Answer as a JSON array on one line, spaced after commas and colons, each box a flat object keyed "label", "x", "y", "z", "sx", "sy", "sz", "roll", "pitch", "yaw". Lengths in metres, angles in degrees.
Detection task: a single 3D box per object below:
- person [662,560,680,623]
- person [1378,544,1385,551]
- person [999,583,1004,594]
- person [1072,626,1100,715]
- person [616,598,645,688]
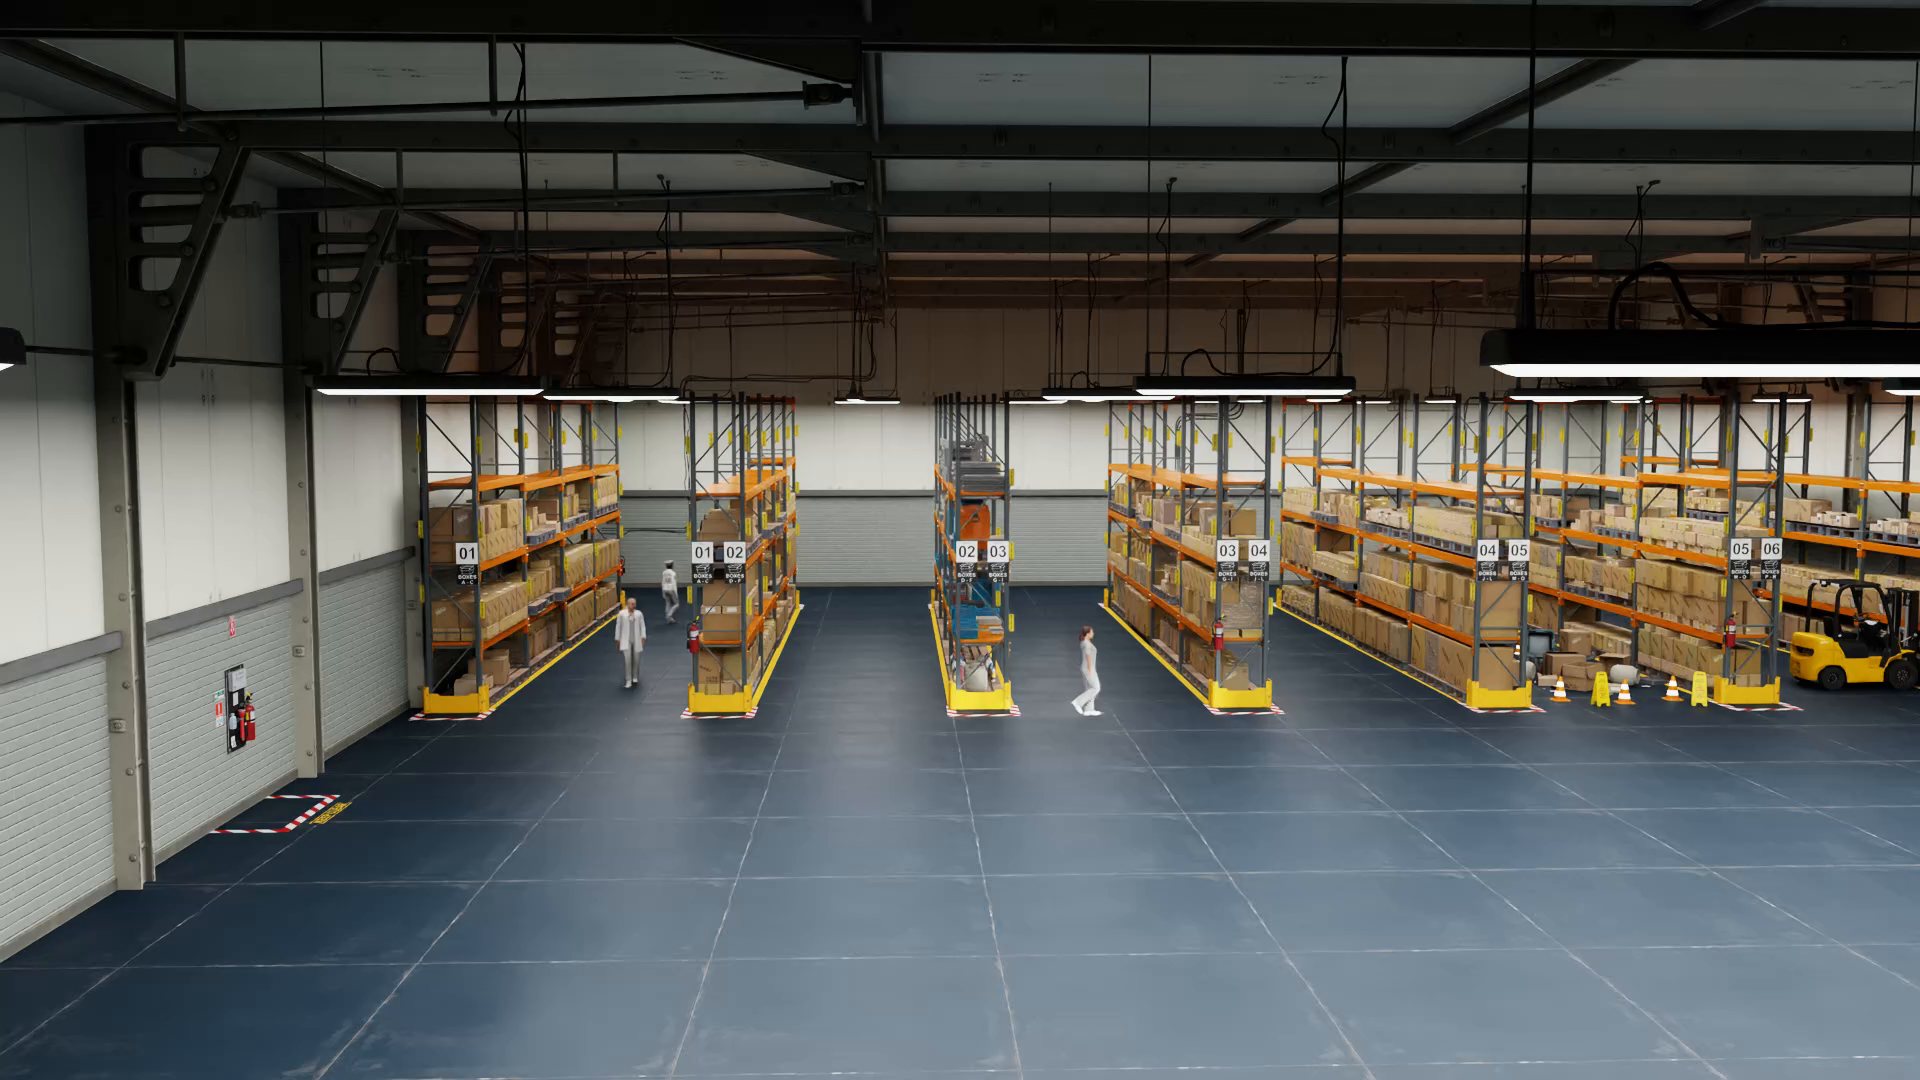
[{"label": "person", "x": -7.686, "y": 1.380, "z": 43.907, "sx": 0.514, "sy": 1.664, "sz": 0.455, "roll": 3, "pitch": 6, "yaw": 36}, {"label": "person", "x": 12.243, "y": 0.969, "z": 48.278, "sx": 1.057, "sy": 1.718, "sz": 0.562, "roll": 2, "pitch": 5, "yaw": 18}, {"label": "person", "x": 1.004, "y": 1.332, "z": 45.221, "sx": 0.408, "sy": 1.502, "sz": 1.006, "roll": -2, "pitch": 5, "yaw": -21}, {"label": "person", "x": 2.325, "y": 2.416, "z": 30.689, "sx": 0.551, "sy": 1.664, "sz": 0.466, "roll": -1, "pitch": 5, "yaw": -8}, {"label": "person", "x": -6.748, "y": 2.118, "z": 34.257, "sx": 0.575, "sy": 1.812, "sz": 0.734, "roll": -2, "pitch": 5, "yaw": -25}]
